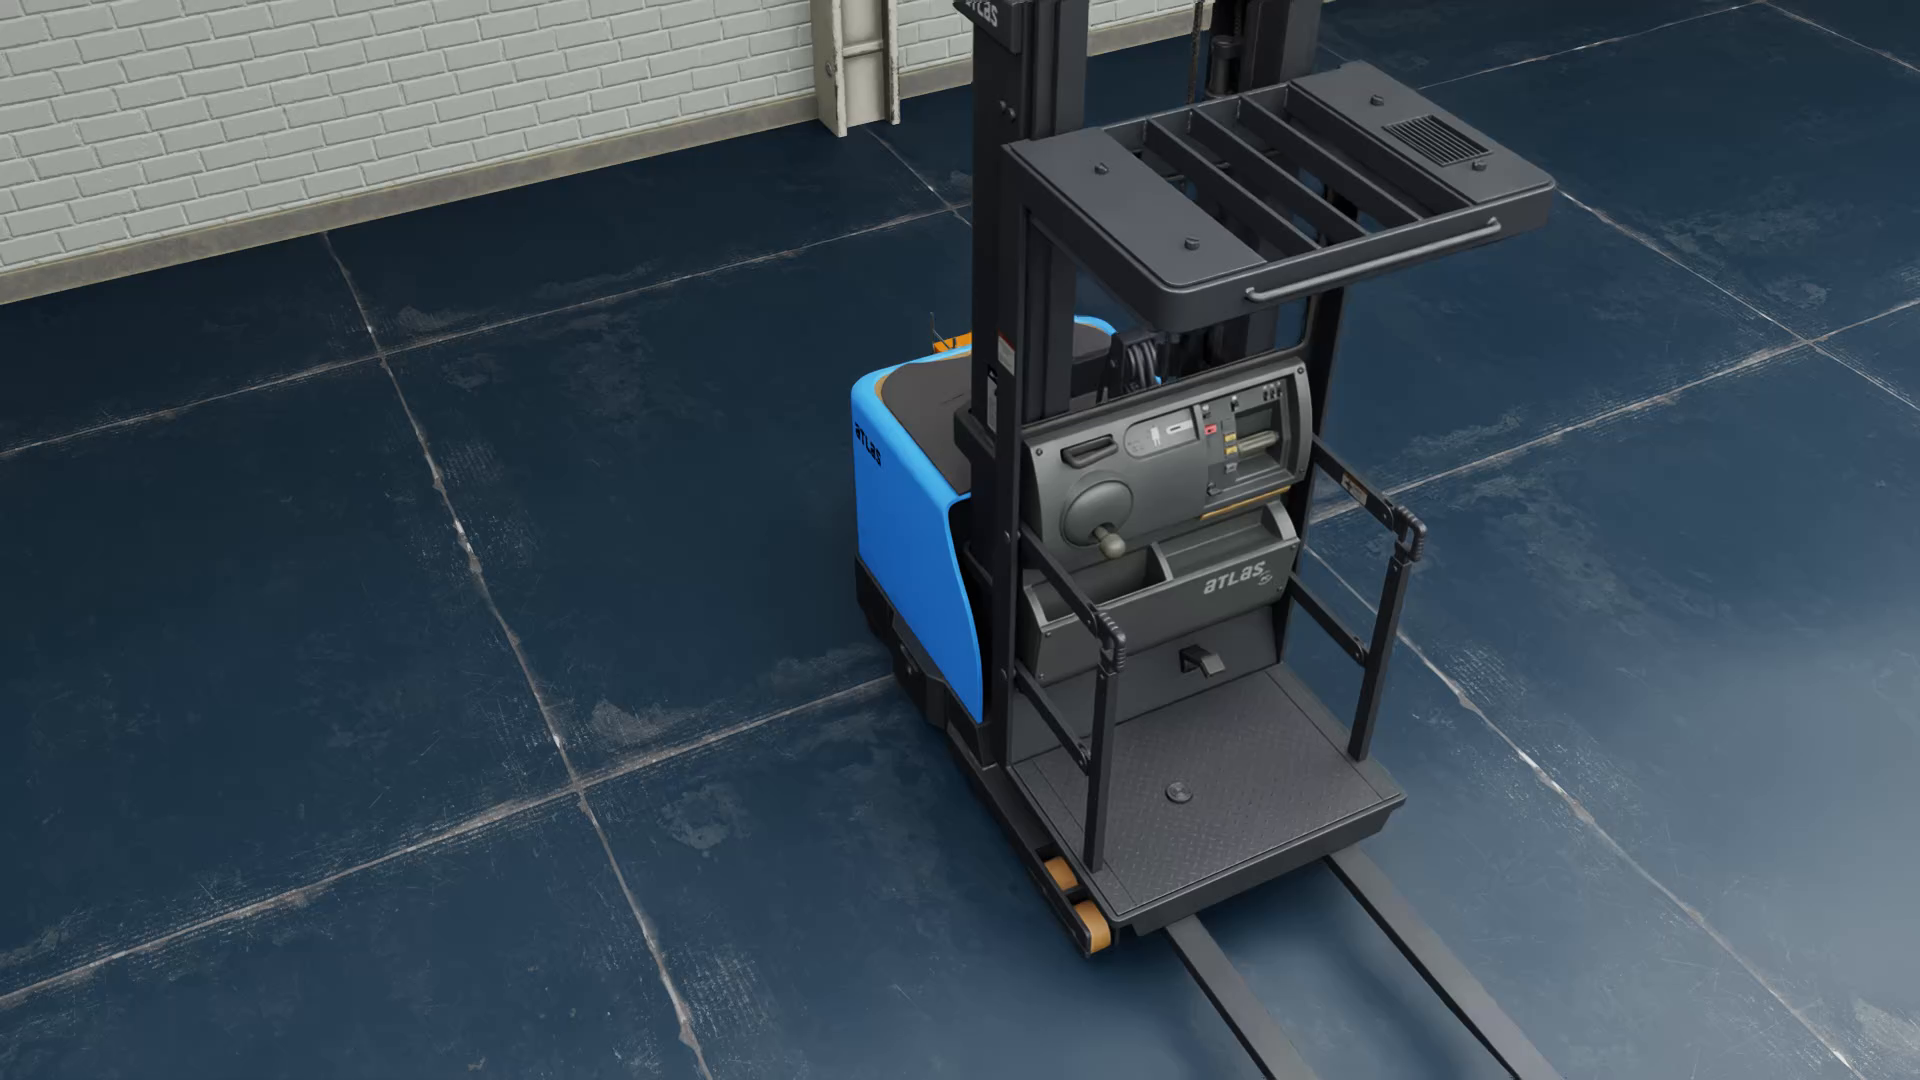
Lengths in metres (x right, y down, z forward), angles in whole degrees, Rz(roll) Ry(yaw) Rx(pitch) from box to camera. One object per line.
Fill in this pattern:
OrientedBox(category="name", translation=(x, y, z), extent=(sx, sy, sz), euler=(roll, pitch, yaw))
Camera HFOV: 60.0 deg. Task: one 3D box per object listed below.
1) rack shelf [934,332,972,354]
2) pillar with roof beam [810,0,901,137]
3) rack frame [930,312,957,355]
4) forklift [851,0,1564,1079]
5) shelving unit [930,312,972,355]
OrientedBox(category="rack shelf", translation=(0.047, -0.625, 6.253), extent=(0.240, 0.259, 0.215), euler=(-19, 44, -21))
OrientedBox(category="pillar with roof beam", translation=(1.401, -3.404, 3.806), extent=(0.400, 9.000, 9.100), euler=(-19, 44, -21))
OrientedBox(category="rack frame", translation=(-0.061, -0.380, 6.387), extent=(0.008, 1.050, 0.200), euler=(-19, 44, -21))
OrientedBox(category="forklift", translation=(0.720, -0.156, 4.665), extent=(1.130, 2.935, 3.031), euler=(-18, 43, -20))
OrientedBox(category="shelving unit", translation=(0.047, -0.417, 6.430), extent=(0.252, 1.050, 0.215), euler=(-19, 44, -21))
